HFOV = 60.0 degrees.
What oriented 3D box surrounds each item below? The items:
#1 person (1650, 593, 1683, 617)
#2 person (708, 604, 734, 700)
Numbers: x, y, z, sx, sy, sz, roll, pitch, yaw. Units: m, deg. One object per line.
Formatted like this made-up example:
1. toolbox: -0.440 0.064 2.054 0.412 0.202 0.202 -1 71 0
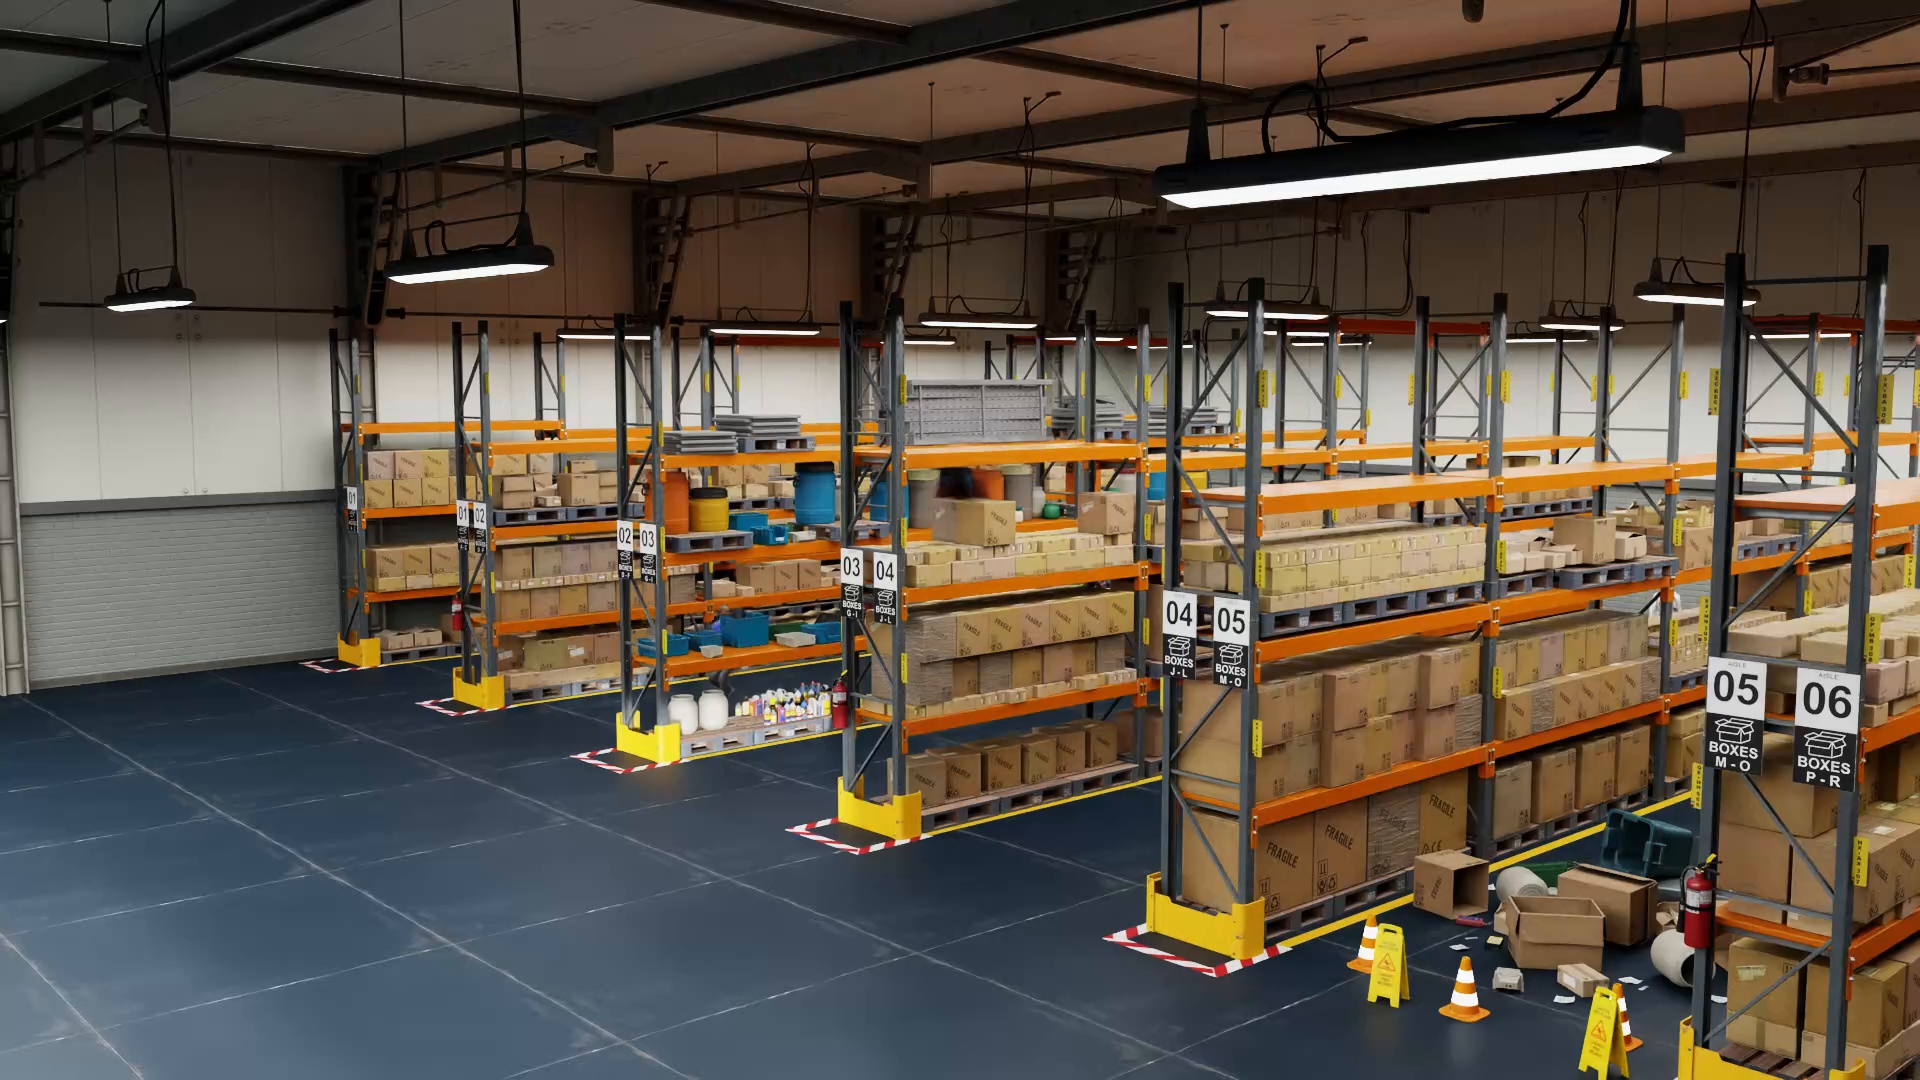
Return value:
1. person: 12.392 1.452 29.147 0.573 1.608 1.047 2 6 21
2. person: -3.662 1.818 25.899 0.526 1.613 0.680 2 6 22
